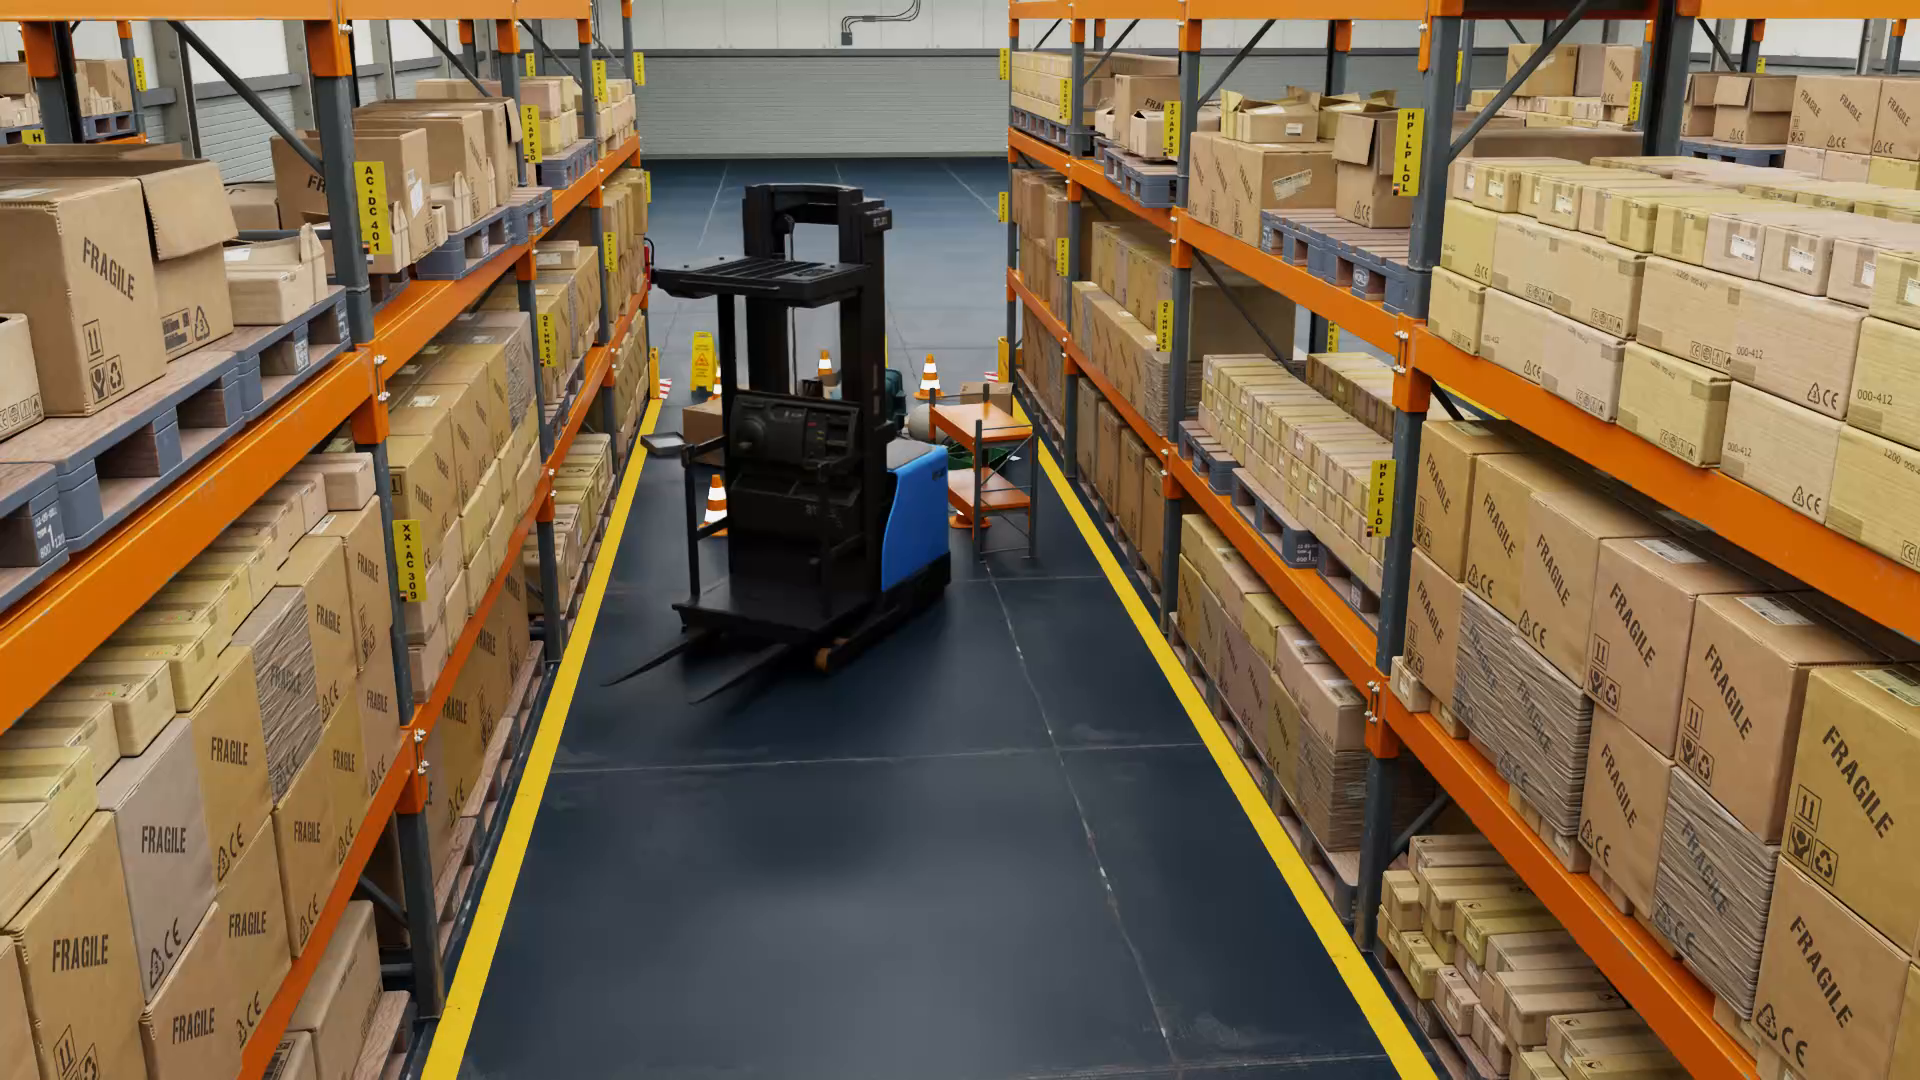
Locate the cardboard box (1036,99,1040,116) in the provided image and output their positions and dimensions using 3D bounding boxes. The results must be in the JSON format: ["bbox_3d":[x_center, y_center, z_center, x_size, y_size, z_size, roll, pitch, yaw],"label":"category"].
[{"bbox_3d":[0.927,-4.130,15.869,0.380,0.149,0.250,-2,18,-6],"label":"cardboard box"}]

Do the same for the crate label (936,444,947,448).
[{"bbox_3d":[-0.222,-0.801,15.501,0.250,0.136,0.298,16,24,42],"label":"crate label"}]

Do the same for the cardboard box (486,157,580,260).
[{"bbox_3d":[-2.847,-2.032,10.577,0.402,1.117,4.483,-2,18,-7],"label":"cardboard box"}]

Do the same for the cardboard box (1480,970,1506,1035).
[{"bbox_3d":[2.187,1.726,6.232,0.380,0.149,0.250,-3,18,-8],"label":"cardboard box"}]

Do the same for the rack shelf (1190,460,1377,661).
[{"bbox_3d":[2.060,-0.014,8.969,0.919,0.052,3.809,-2,18,-6],"label":"rack shelf"}]

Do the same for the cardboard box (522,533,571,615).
[{"bbox_3d":[-3.108,0.242,11.085,0.950,0.372,0.625,-3,18,-9],"label":"cardboard box"}]

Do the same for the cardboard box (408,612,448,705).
[{"bbox_3d":[-2.430,0.481,6.887,0.500,0.250,0.500,-2,18,-7],"label":"cardboard box"}]

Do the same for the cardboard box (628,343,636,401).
[{"bbox_3d":[-3.383,-1.579,15.835,0.500,0.500,0.500,-1,17,-3],"label":"cardboard box"}]

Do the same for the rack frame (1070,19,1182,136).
[{"bbox_3d":[1.441,-4.880,13.697,1.000,3.000,0.127,-2,18,-6],"label":"rack frame"}]

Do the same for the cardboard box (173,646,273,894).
[{"bbox_3d":[-2.174,0.609,4.394,0.500,0.500,0.500,-2,18,-5],"label":"cardboard box"}]

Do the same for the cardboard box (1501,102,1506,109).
[{"bbox_3d":[5.807,-4.558,17.265,0.380,0.149,0.250,-1,17,-3],"label":"cardboard box"}]

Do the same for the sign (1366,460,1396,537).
[{"bbox_3d":[1.715,-0.168,6.772,0.100,0.325,0.005,-2,18,-6],"label":"sign"}]

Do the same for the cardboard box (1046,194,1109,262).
[{"bbox_3d":[1.265,-2.876,15.275,0.875,0.550,0.550,-2,18,-6],"label":"cardboard box"}]

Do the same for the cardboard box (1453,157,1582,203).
[{"bbox_3d":[2.055,-1.328,6.142,0.380,0.149,0.250,-2,18,-7],"label":"cardboard box"}]

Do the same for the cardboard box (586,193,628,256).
[{"bbox_3d":[-3.491,-3.025,14.638,1.020,1.000,0.508,-2,18,-5],"label":"cardboard box"}]

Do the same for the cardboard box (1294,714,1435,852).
[{"bbox_3d":[1.939,1.145,7.993,0.500,0.500,0.500,-2,18,-7],"label":"cardboard box"}]

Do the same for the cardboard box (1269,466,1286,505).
[{"bbox_3d":[1.863,-0.294,8.825,0.380,0.149,0.250,-2,18,-7],"label":"cardboard box"}]

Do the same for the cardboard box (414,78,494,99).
[{"bbox_3d":[-3.749,-3.298,12.382,0.500,0.250,0.500,-2,18,-7],"label":"cardboard box"}]

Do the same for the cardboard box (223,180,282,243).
[{"bbox_3d":[-2.947,-1.296,6.738,0.500,0.311,0.500,-2,18,-6],"label":"cardboard box"}]

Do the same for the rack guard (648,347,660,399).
[{"bbox_3d":[-3.877,-1.811,18.111,1.175,0.500,0.348,-2,18,-6],"label":"rack guard"}]

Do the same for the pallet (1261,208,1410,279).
[{"bbox_3d":[2.198,-1.472,8.163,1.213,0.211,1.003,-2,18,-6],"label":"pallet"}]

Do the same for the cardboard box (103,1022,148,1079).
[{"bbox_3d":[-2.078,1.391,3.571,0.500,0.500,0.500,-2,18,-6],"label":"cardboard box"}]

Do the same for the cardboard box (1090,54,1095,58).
[{"bbox_3d":[1.504,-4.757,16.533,0.380,0.149,0.250,-2,18,-5],"label":"cardboard box"}]

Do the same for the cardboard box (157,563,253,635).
[{"bbox_3d":[-2.230,0.179,4.678,0.380,0.149,0.250,-2,18,-7],"label":"cardboard box"}]

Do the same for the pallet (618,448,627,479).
[{"bbox_3d":[-3.577,-0.703,15.064,1.003,0.211,1.213,-2,18,-6],"label":"pallet"}]

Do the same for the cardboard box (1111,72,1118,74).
[{"bbox_3d":[1.563,-4.222,15.495,0.500,0.250,0.500,-2,18,-6],"label":"cardboard box"}]

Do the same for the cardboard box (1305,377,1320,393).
[{"bbox_3d":[2.357,-0.915,10.306,0.380,0.149,0.250,-1,17,-5],"label":"cardboard box"}]

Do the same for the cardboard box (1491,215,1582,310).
[{"bbox_3d":[2.124,-0.933,5.548,0.500,0.250,0.500,-2,18,-6],"label":"cardboard box"}]

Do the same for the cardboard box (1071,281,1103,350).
[{"bbox_3d":[1.228,-1.900,14.055,0.500,0.500,0.500,-2,17,-5],"label":"cardboard box"}]

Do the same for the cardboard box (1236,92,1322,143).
[{"bbox_3d":[1.740,-2.312,9.082,0.396,0.266,0.258,-2,18,-6],"label":"cardboard box"}]

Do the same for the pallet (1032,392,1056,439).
[{"bbox_3d":[1.311,-1.280,16.903,1.003,0.211,1.213,-2,18,-6],"label":"pallet"}]

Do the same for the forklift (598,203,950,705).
[{"bbox_3d":[-1.165,-0.663,10.543,1.129,2.843,3.031,8,19,25],"label":"forklift"}]

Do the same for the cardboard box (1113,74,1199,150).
[{"bbox_3d":[1.396,-3.062,11.880,0.500,0.500,0.500,-2,18,-6],"label":"cardboard box"}]

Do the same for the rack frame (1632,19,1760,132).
[{"bbox_3d":[6.385,-5.003,14.089,1.000,3.000,0.127,-2,18,-6],"label":"rack frame"}]

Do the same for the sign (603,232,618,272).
[{"bbox_3d":[-2.920,-2.405,13.897,0.100,0.325,0.005,-2,18,-6],"label":"sign"}]

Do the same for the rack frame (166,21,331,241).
[{"bbox_3d":[-2.650,-2.313,5.522,0.949,2.616,0.053,-2,18,-6],"label":"rack frame"}]

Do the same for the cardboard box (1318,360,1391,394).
[{"bbox_3d":[2.384,-0.983,10.027,0.380,0.149,0.250,-2,18,-6],"label":"cardboard box"}]

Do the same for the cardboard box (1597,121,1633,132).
[{"bbox_3d":[6.078,-3.628,14.968,0.500,0.250,0.500,-1,17,-4],"label":"cardboard box"}]

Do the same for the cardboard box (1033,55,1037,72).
[{"bbox_3d":[0.903,-4.585,15.985,0.380,0.149,0.250,-2,17,-5],"label":"cardboard box"}]

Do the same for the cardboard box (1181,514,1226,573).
[{"bbox_3d":[1.684,0.022,10.321,0.500,0.250,0.500,-3,18,-8],"label":"cardboard box"}]

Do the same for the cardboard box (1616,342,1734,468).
[{"bbox_3d":[2.197,-0.387,4.645,0.500,0.250,0.500,-1,17,-3],"label":"cardboard box"}]

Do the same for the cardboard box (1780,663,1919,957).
[{"bbox_3d":[2.332,0.611,3.889,0.500,0.500,0.500,-2,18,-8],"label":"cardboard box"}]

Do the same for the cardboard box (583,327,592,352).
[{"bbox_3d":[-3.043,-1.540,12.792,0.380,0.149,0.250,-2,18,-5],"label":"cardboard box"}]

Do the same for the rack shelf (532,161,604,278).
[{"bbox_3d":[-3.266,-2.327,11.773,1.077,0.370,4.000,-2,18,-6],"label":"rack shelf"}]

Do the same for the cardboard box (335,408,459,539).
[{"bbox_3d":[-2.486,-0.266,7.182,0.500,0.500,0.500,-2,18,-6],"label":"cardboard box"}]

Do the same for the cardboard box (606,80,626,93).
[{"bbox_3d":[-3.568,-4.548,16.737,0.380,0.149,0.250,-1,17,-5],"label":"cardboard box"}]

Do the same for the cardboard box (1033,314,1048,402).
[{"bbox_3d":[1.257,-1.934,17.175,0.875,0.875,0.875,-2,18,-7],"label":"cardboard box"}]

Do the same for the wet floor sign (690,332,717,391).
[{"bbox_3d":[-2.840,-1.993,18.447,0.267,0.644,0.232,4,18,13],"label":"wet floor sign"}]

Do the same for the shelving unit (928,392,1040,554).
[{"bbox_3d":[0.167,-0.537,12.952,0.538,0.981,1.030,-6,20,-20],"label":"shelving unit"}]

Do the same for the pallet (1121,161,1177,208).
[{"bbox_3d":[1.734,-2.357,10.984,1.213,0.211,1.003,-1,17,-3],"label":"pallet"}]

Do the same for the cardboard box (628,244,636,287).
[{"bbox_3d":[-3.602,-2.463,15.599,0.949,0.649,1.999,-2,18,-6],"label":"cardboard box"}]

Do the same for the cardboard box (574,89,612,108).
[{"bbox_3d":[-3.255,-3.865,14.560,0.380,0.149,0.250,-2,18,-6],"label":"cardboard box"}]

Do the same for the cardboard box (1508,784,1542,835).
[{"bbox_3d":[2.133,0.891,5.750,0.380,0.149,0.250,-1,17,-5],"label":"cardboard box"}]
